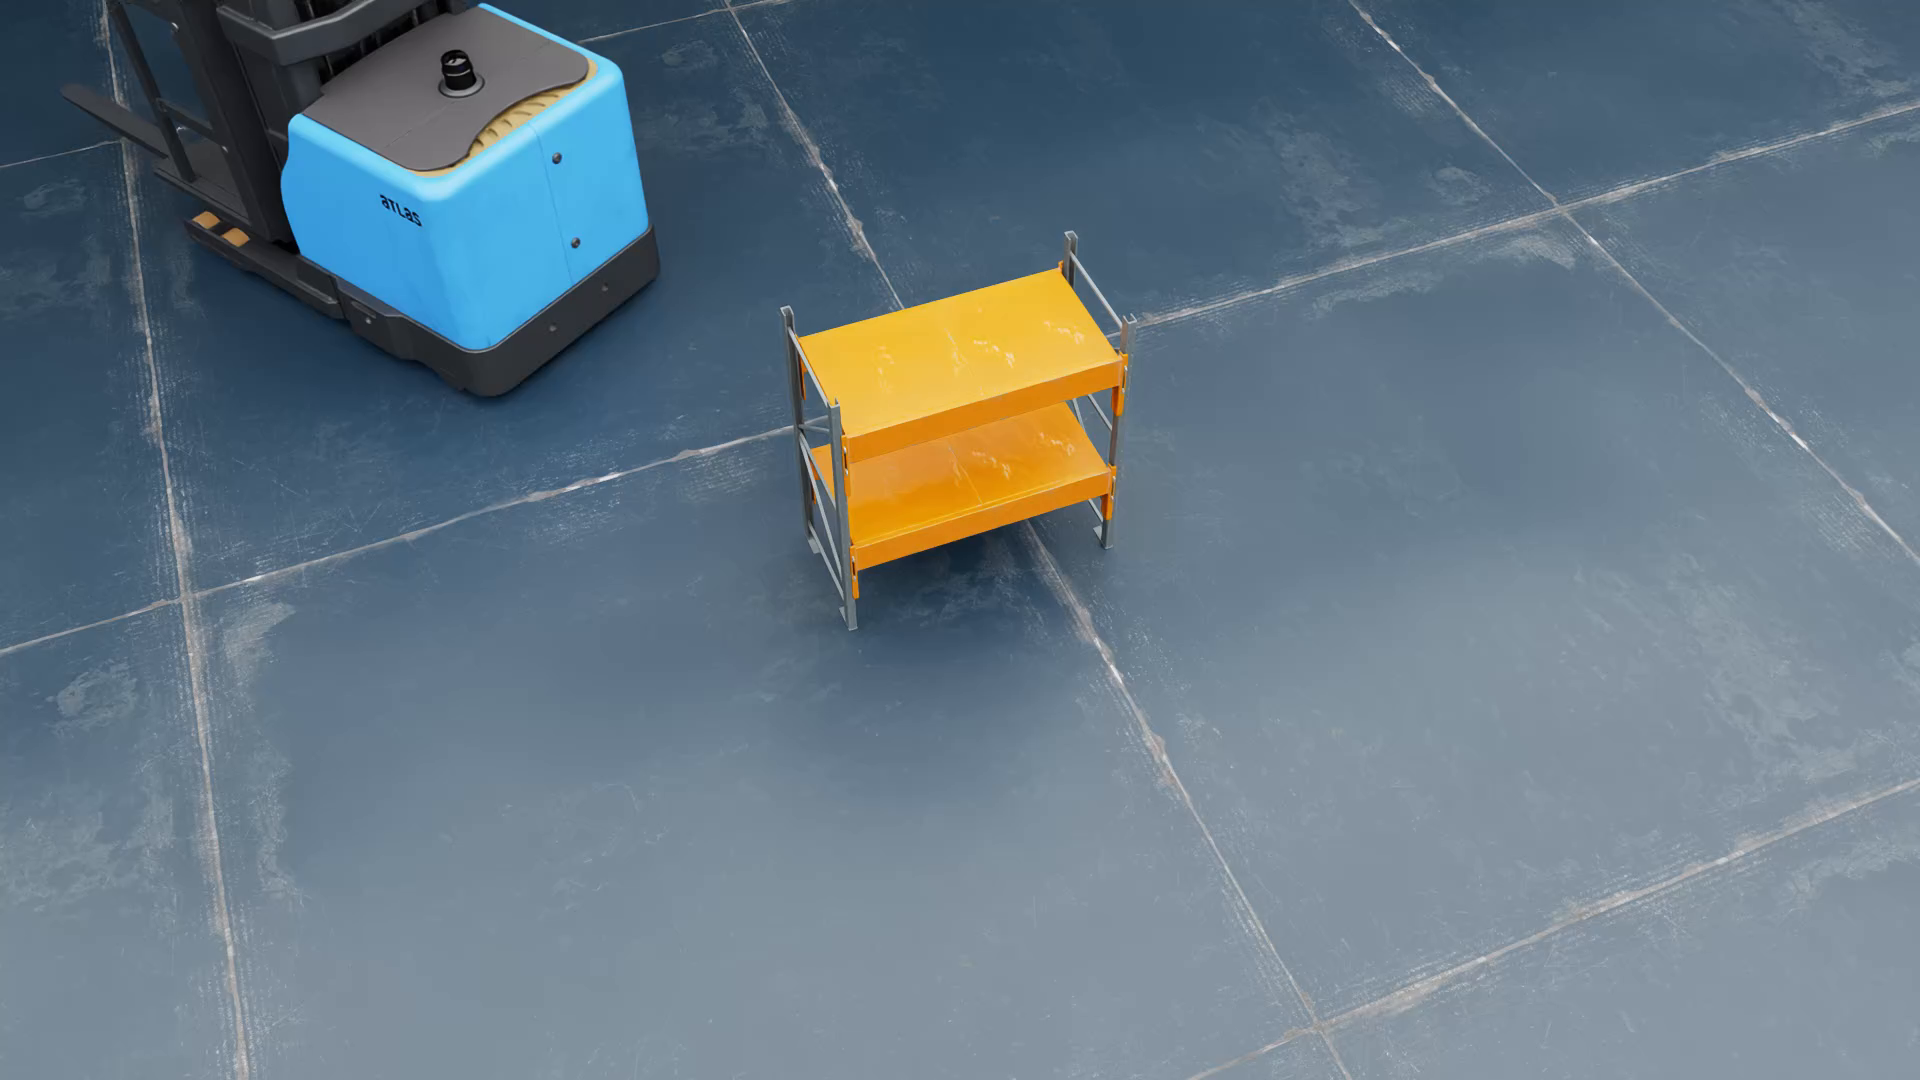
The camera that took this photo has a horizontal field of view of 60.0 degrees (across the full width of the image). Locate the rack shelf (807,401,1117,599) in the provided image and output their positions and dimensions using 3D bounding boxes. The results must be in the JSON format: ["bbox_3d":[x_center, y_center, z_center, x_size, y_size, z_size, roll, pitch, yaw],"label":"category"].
[{"bbox_3d":[-0.006,-0.205,6.007,1.000,0.278,0.538,-17,52,-14],"label":"rack shelf"}]

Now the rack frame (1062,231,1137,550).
[{"bbox_3d":[0.464,-0.510,5.947,0.032,1.125,0.500,-17,52,-14],"label":"rack frame"}]

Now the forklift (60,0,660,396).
[{"bbox_3d":[-2.783,-2.444,6.417,3.031,2.935,1.130,29,55,22],"label":"forklift"}]

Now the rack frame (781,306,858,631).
[{"bbox_3d":[-0.477,-0.219,5.696,0.032,1.125,0.500,-17,52,-14],"label":"rack frame"}]

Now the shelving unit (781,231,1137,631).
[{"bbox_3d":[-0.006,-0.365,5.822,1.048,1.125,0.538,-17,52,-14],"label":"shelving unit"}]

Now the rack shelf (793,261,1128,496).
[{"bbox_3d":[-0.006,-0.555,5.600,1.000,0.278,0.538,-17,52,-14],"label":"rack shelf"}]
